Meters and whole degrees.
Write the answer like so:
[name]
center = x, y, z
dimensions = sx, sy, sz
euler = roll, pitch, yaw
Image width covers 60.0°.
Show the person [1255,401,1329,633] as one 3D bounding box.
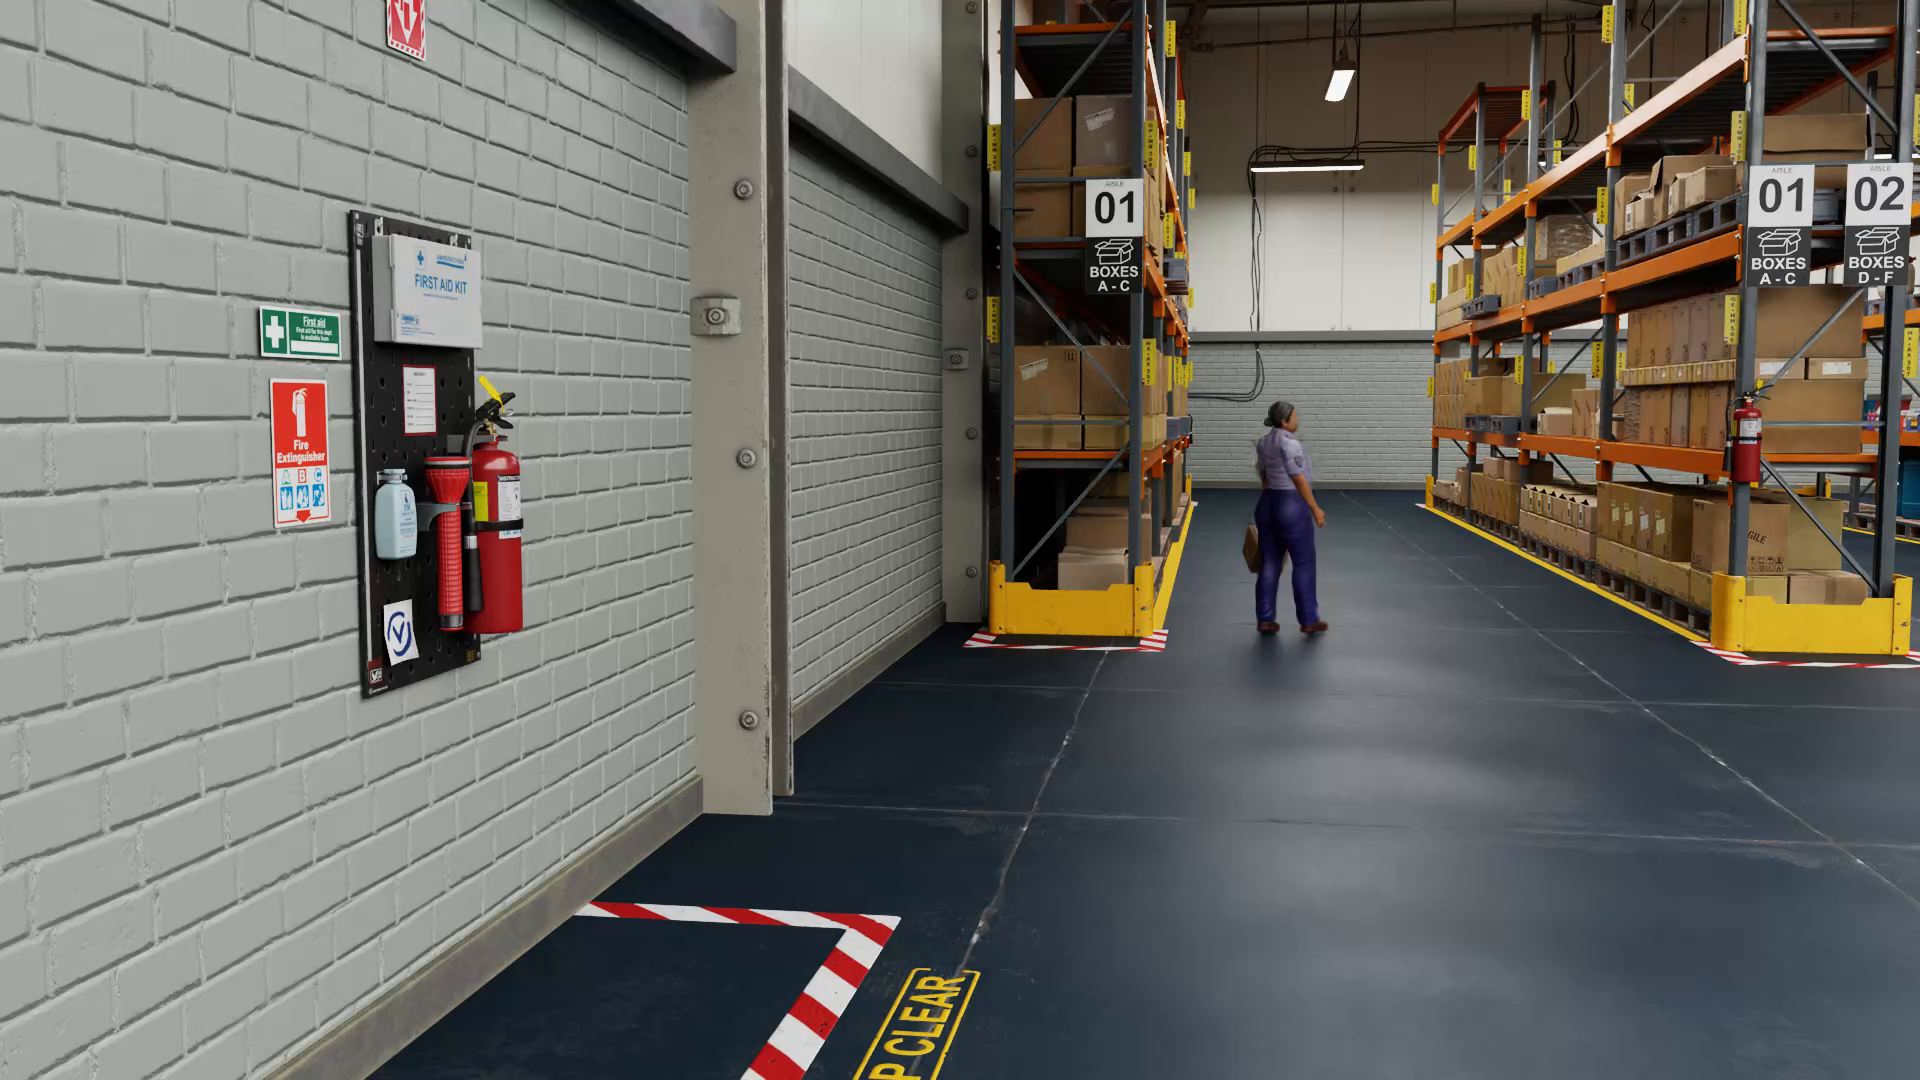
[person]
center = 2.364, -0.160, 11.856
dimensions = 0.505, 1.641, 0.493
euler = -3, 5, -29
